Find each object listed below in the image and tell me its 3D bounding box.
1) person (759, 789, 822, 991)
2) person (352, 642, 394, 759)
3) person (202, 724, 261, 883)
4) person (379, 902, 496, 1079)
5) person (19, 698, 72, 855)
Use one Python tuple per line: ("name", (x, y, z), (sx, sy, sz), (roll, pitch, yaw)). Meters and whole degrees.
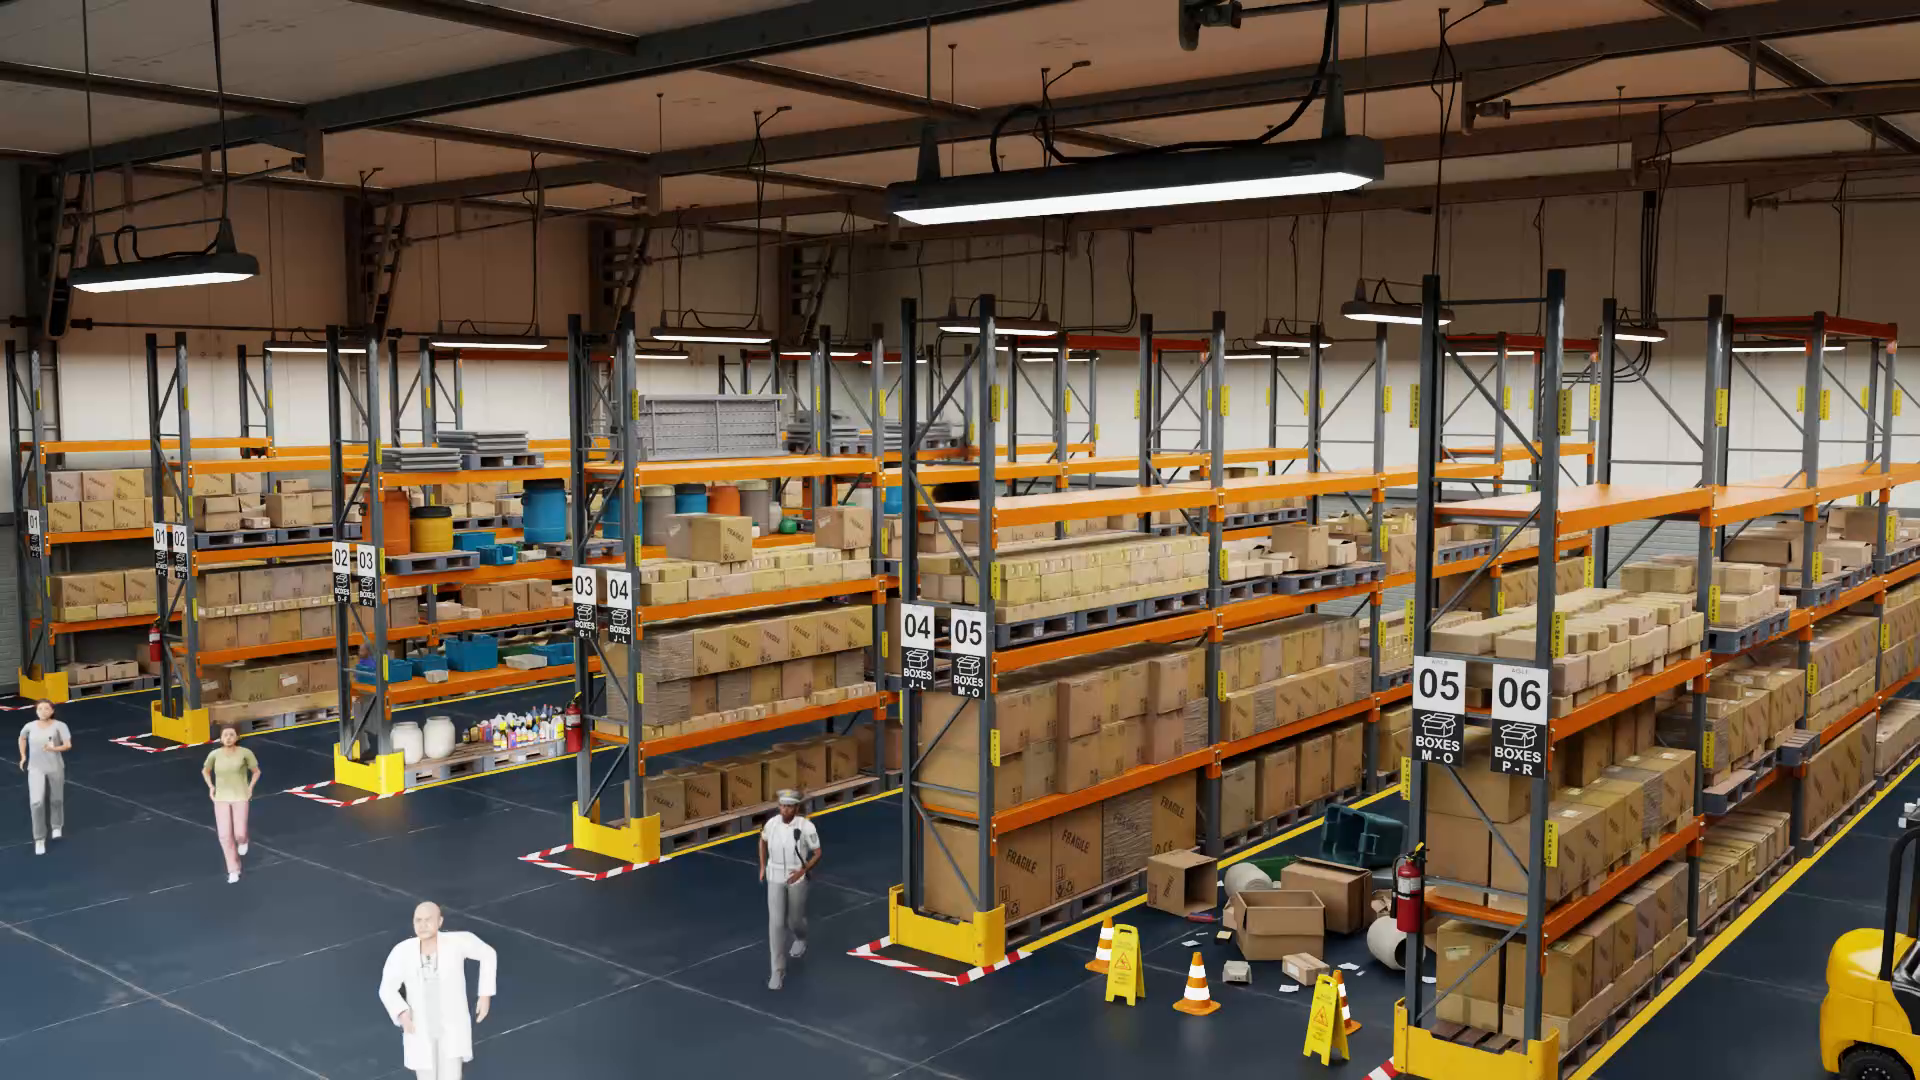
("person", (-1.506, 3.021, 14.704), (0.596, 1.727, 0.873), (0, 5, 5))
("person", (-8.319, 2.245, 23.471), (0.596, 1.631, 0.669), (4, 6, 37))
("person", (-7.767, 2.767, 17.737), (0.580, 1.646, 0.721), (-2, 5, -17))
("person", (-3.522, 3.291, 11.210), (0.738, 1.732, 0.748), (-1, 5, -9))
("person", (-10.335, 2.637, 18.810), (0.537, 1.723, 0.768), (-2, 6, -26))
